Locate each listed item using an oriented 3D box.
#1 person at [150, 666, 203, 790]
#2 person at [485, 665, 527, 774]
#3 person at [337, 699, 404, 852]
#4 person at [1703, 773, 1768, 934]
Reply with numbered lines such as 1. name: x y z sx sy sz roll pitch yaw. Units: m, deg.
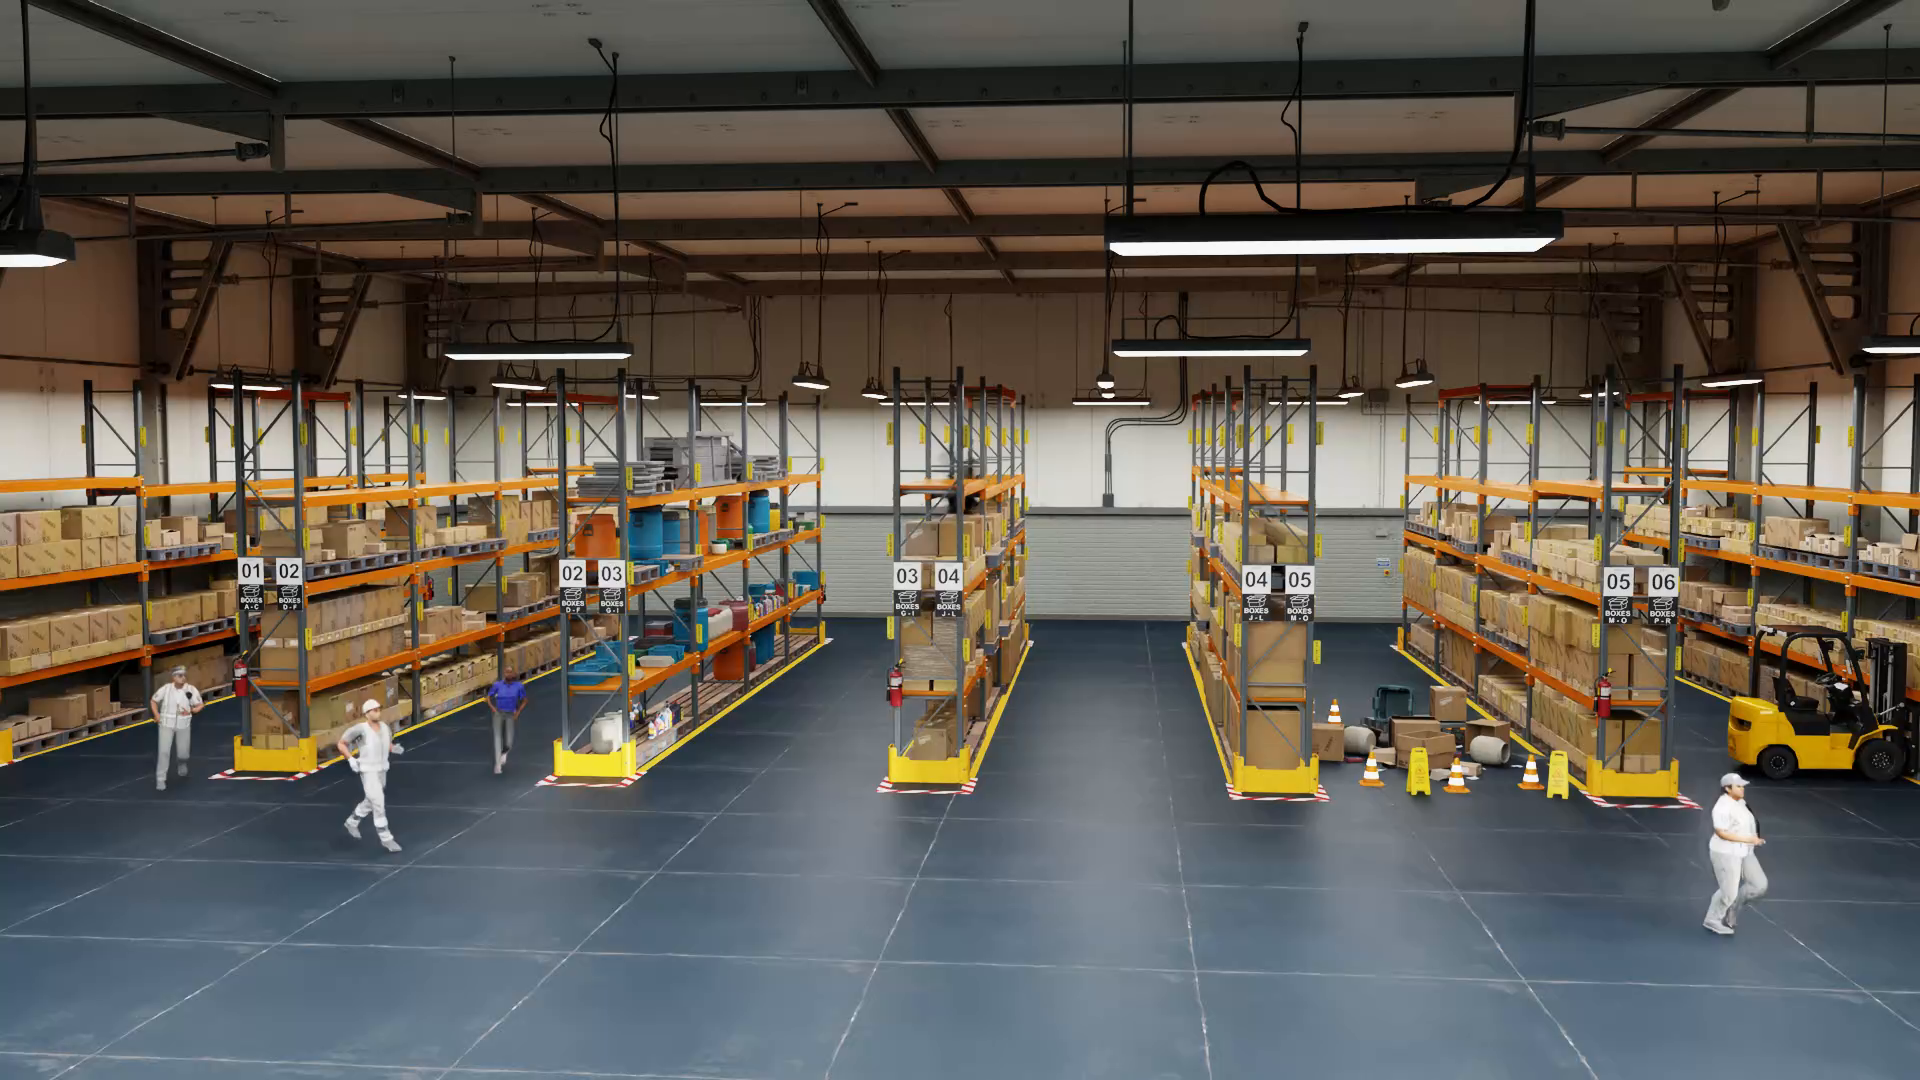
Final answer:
1. person: -11.288 2.676 23.992 0.694 1.739 0.803 -2 4 -29
2. person: -6.793 2.675 24.911 0.604 1.596 0.612 -1 4 -14
3. person: -7.136 2.835 20.199 0.979 1.807 0.651 2 4 24
4. person: 7.780 3.146 16.650 0.590 1.629 0.593 -3 4 -36
